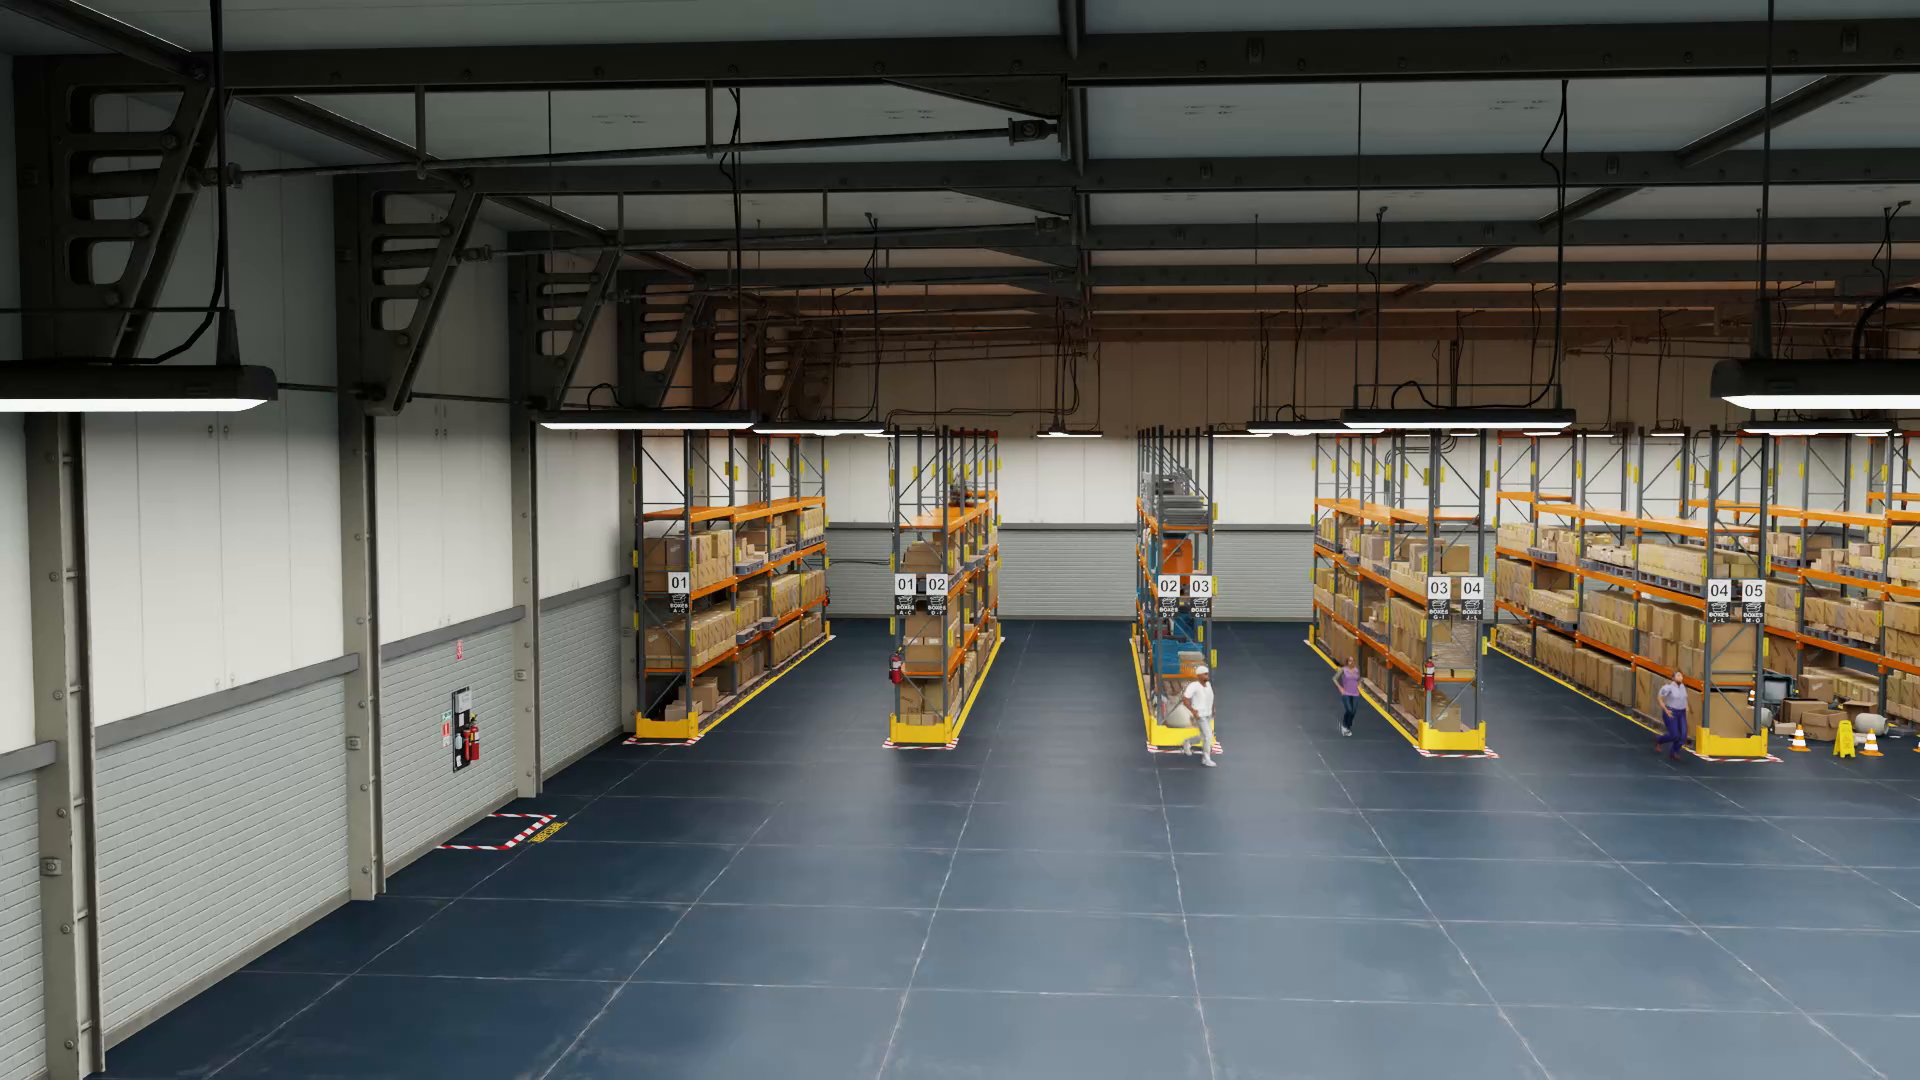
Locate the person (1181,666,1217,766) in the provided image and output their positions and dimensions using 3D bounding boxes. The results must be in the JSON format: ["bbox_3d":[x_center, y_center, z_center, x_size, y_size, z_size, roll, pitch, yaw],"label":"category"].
[{"bbox_3d":[4.233,3.091,29.428,0.806,1.739,0.695,3,5,41],"label":"person"}]

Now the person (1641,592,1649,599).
[{"bbox_3d":[19.455,1.966,47.221,0.625,1.559,0.602,0,3,5],"label":"person"}]

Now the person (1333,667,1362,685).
[{"bbox_3d":[7.493,2.732,32.065,0.522,0.563,0.360,-1,3,-9],"label":"person"}]

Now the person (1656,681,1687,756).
[{"bbox_3d":[12.820,3.193,29.835,0.608,1.342,0.477,-2,4,-24],"label":"person"}]
